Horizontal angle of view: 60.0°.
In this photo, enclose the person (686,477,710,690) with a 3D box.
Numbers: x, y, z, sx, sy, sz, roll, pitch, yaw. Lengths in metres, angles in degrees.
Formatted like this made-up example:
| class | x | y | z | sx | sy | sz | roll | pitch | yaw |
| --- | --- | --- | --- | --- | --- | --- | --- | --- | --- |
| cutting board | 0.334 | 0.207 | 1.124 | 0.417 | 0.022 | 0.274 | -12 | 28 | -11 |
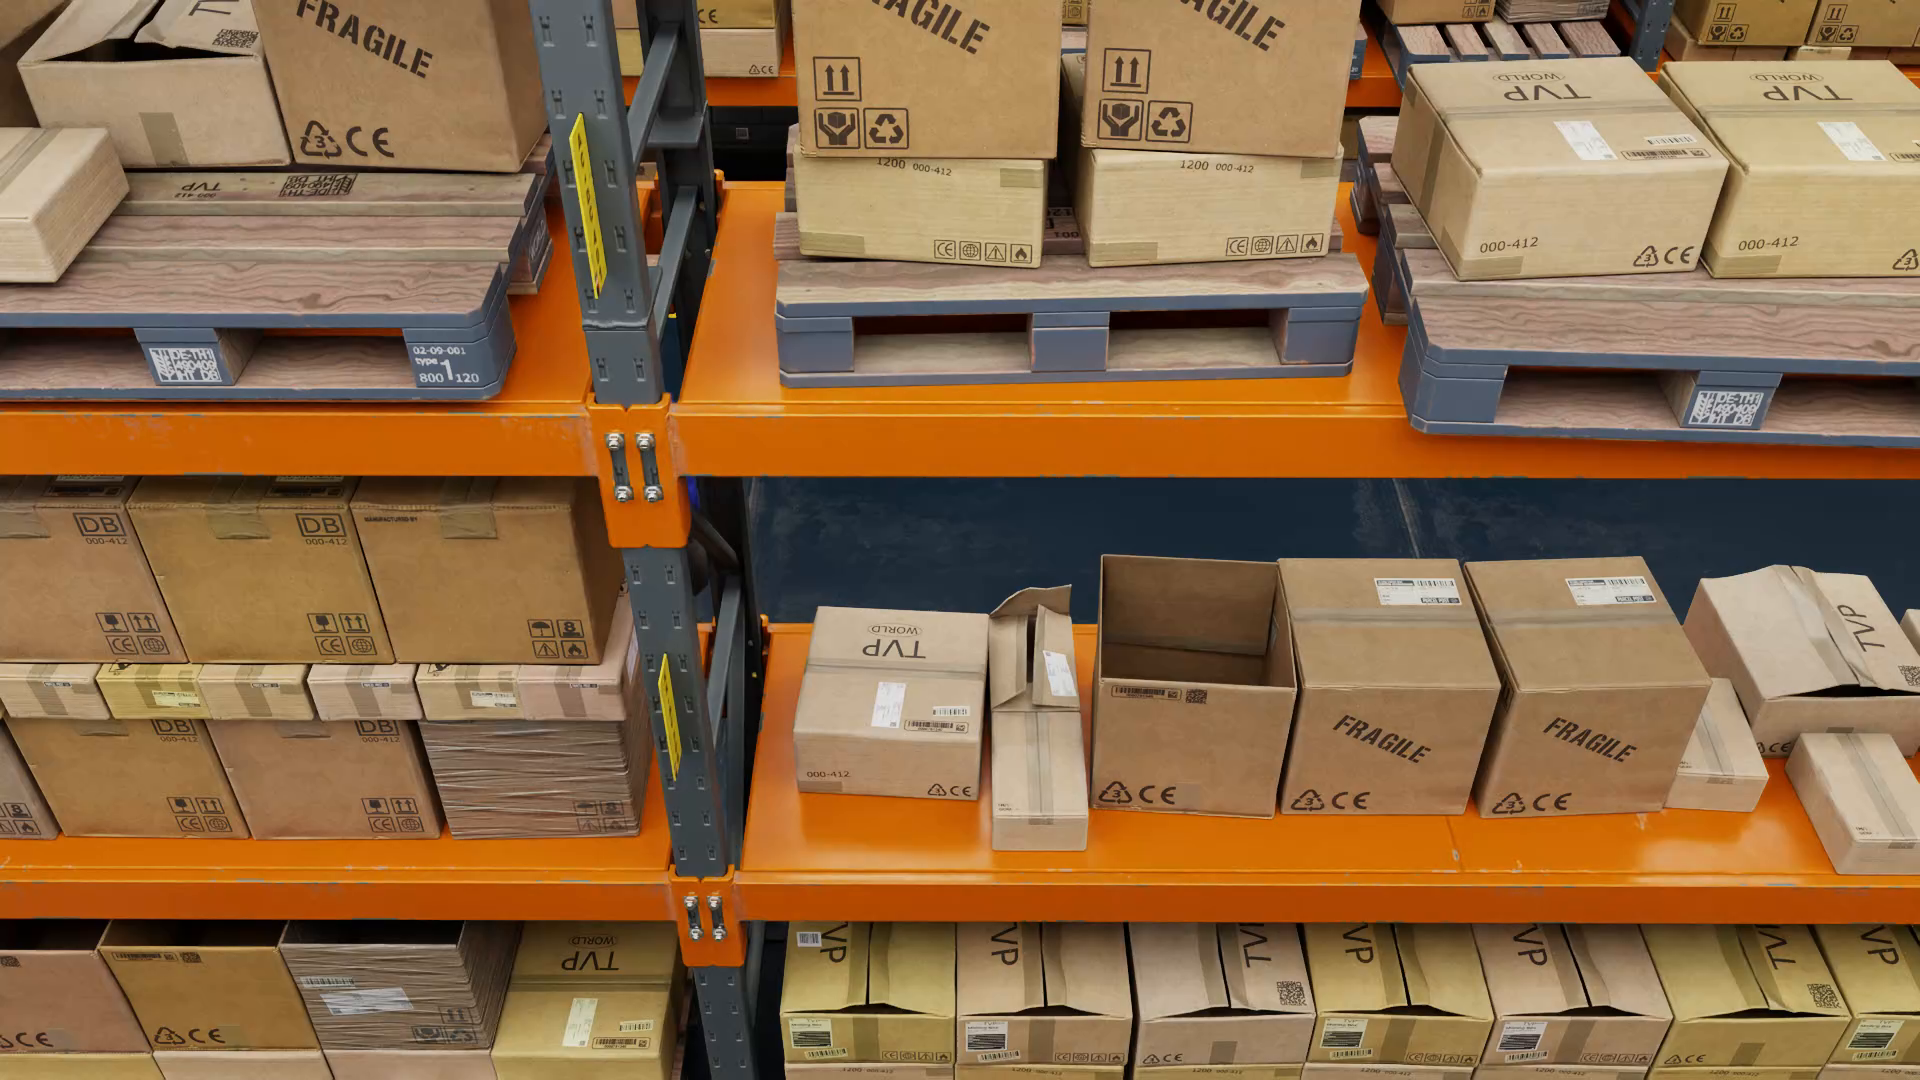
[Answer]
| class | x | y | z | sx | sy | sz | roll | pitch | yaw |
| --- | --- | --- | --- | --- | --- | --- | --- | --- | --- |
| person | -1.152 | 0.044 | 6.268 | 0.556 | 1.465 | 0.490 | 0 | 40 | 0 |
